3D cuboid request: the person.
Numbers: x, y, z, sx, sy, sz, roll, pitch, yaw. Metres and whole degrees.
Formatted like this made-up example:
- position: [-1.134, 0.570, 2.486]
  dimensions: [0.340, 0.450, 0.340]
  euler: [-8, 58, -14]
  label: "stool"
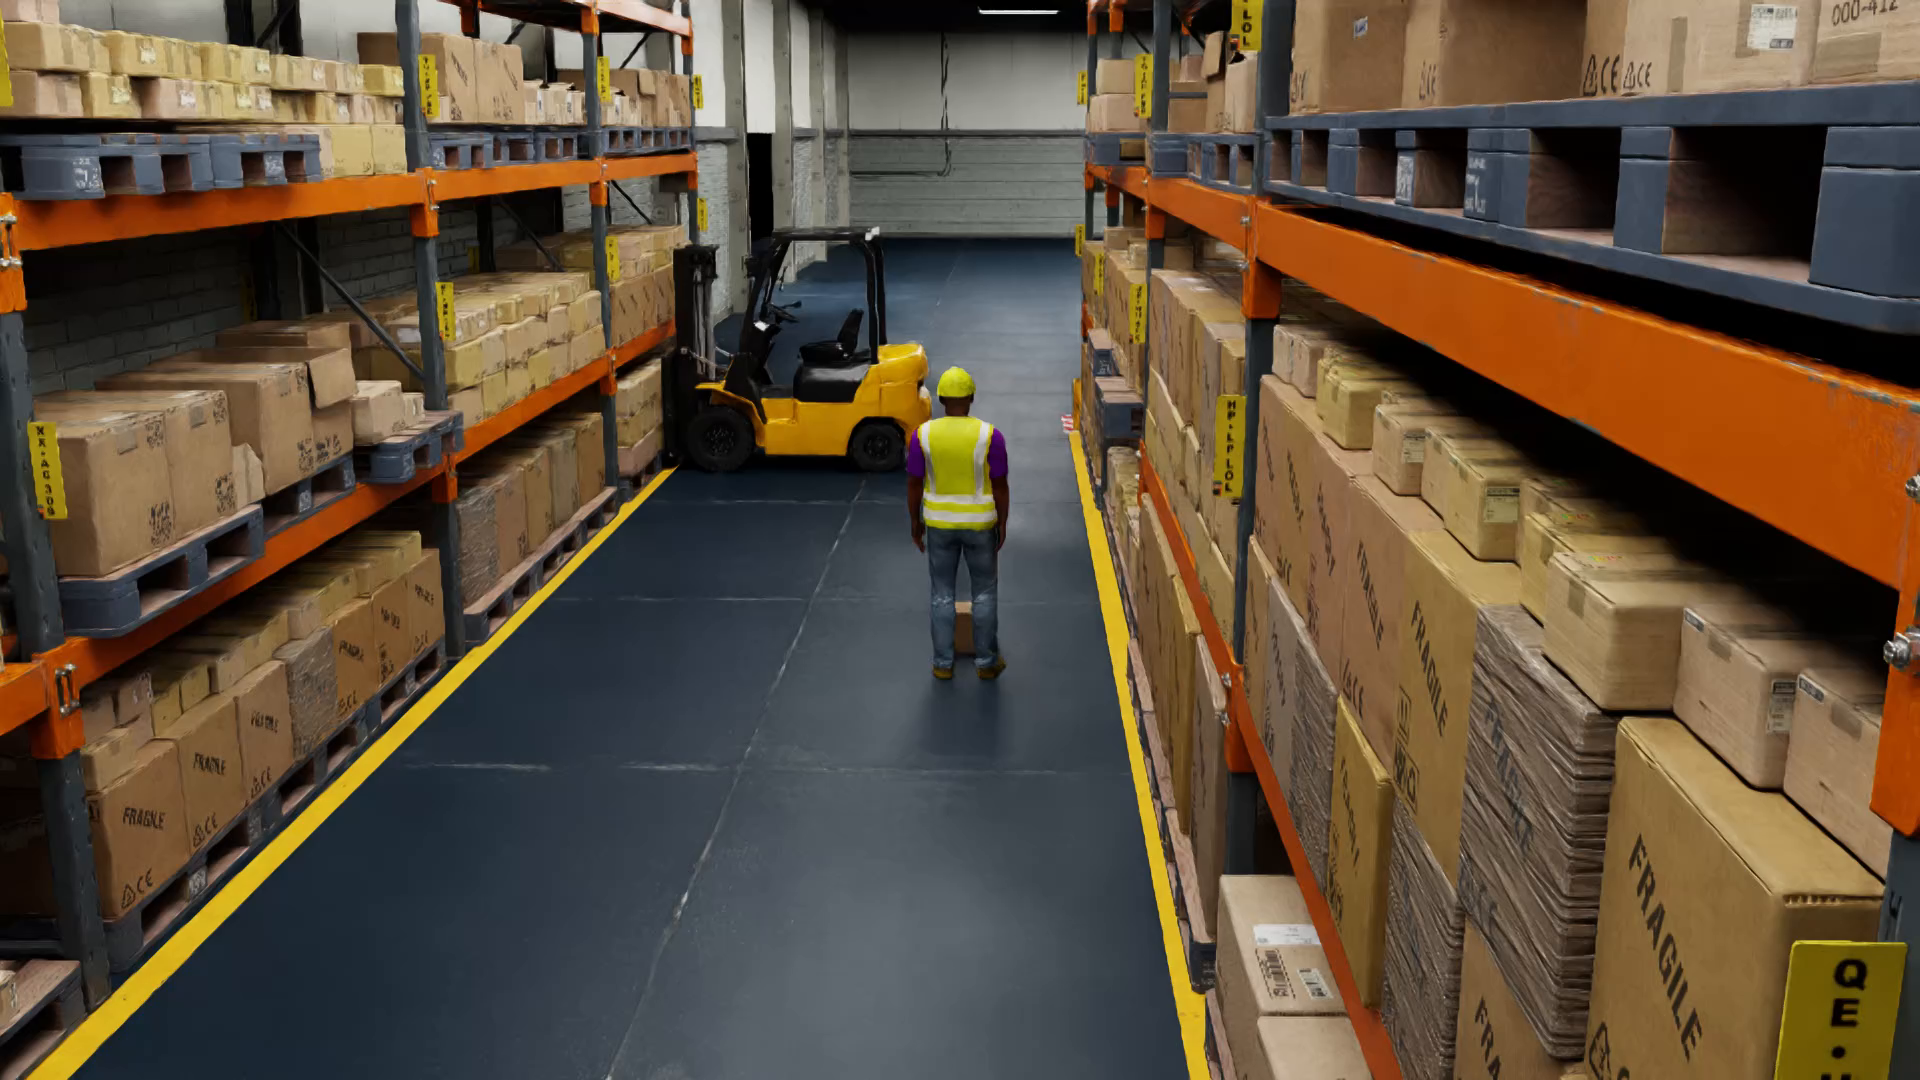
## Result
- position: [-0.005, -0.098, 9.346]
  dimensions: [0.577, 1.766, 0.406]
  euler: [2, 14, 8]
  label: "person"
